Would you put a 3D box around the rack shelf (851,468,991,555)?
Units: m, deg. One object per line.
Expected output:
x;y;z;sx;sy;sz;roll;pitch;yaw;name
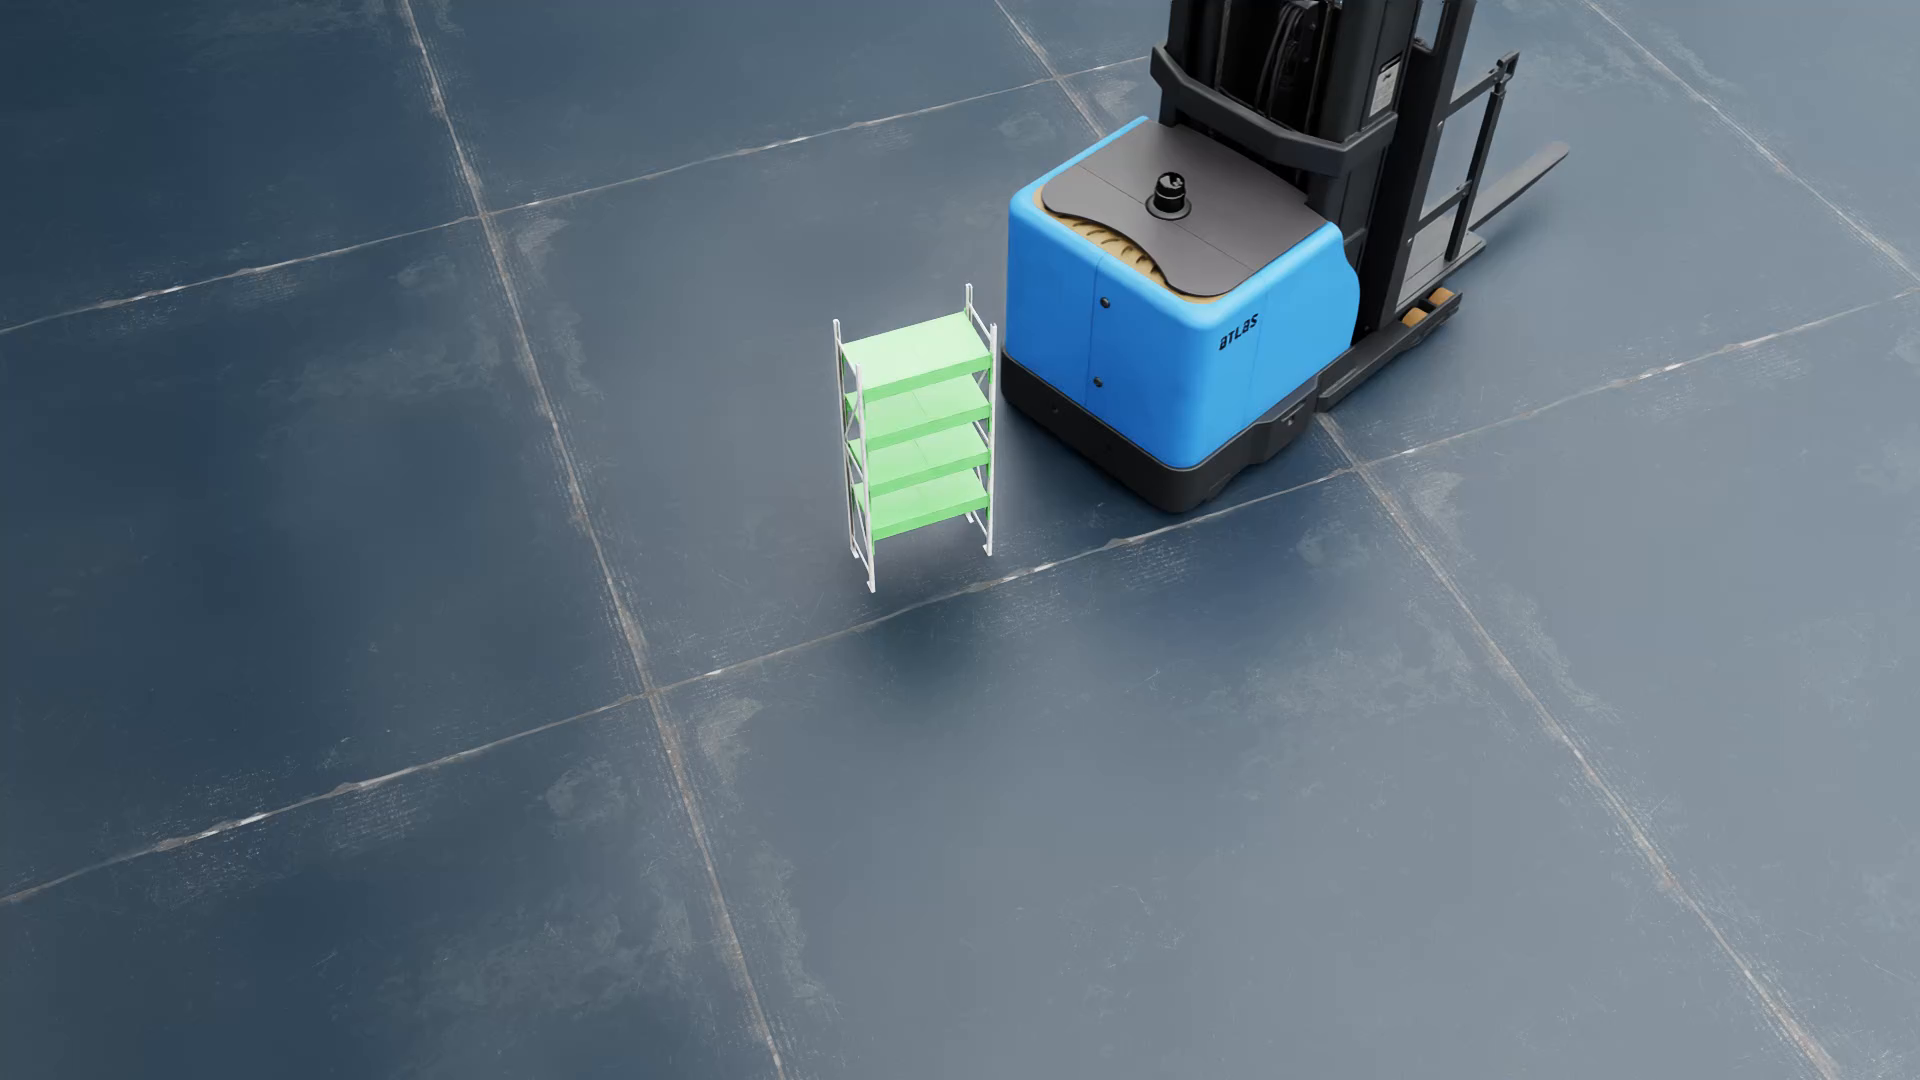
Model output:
-0.153;-0.145;6.325;0.480;0.148;0.258;-17;52;-14;rack shelf

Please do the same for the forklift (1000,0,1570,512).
1.581;-2.066;6.433;3.031;2.935;1.130;-36;58;-27;forklift

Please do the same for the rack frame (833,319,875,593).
-0.379;-0.273;6.035;0.015;1.200;0.240;-17;52;-14;rack frame

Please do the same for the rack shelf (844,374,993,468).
-0.153;-0.458;5.961;0.480;0.148;0.258;-17;52;-14;rack shelf

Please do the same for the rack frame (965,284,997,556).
0.073;-0.413;6.155;0.015;1.200;0.240;-17;52;-14;rack frame

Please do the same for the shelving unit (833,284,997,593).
-0.153;-0.343;6.095;0.503;1.200;0.258;-17;52;-14;shelving unit

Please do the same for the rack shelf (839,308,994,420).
-0.153;-0.615;5.779;0.480;0.148;0.258;-17;52;-14;rack shelf

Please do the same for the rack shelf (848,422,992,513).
-0.153;-0.302;6.143;0.480;0.148;0.258;-17;52;-14;rack shelf
